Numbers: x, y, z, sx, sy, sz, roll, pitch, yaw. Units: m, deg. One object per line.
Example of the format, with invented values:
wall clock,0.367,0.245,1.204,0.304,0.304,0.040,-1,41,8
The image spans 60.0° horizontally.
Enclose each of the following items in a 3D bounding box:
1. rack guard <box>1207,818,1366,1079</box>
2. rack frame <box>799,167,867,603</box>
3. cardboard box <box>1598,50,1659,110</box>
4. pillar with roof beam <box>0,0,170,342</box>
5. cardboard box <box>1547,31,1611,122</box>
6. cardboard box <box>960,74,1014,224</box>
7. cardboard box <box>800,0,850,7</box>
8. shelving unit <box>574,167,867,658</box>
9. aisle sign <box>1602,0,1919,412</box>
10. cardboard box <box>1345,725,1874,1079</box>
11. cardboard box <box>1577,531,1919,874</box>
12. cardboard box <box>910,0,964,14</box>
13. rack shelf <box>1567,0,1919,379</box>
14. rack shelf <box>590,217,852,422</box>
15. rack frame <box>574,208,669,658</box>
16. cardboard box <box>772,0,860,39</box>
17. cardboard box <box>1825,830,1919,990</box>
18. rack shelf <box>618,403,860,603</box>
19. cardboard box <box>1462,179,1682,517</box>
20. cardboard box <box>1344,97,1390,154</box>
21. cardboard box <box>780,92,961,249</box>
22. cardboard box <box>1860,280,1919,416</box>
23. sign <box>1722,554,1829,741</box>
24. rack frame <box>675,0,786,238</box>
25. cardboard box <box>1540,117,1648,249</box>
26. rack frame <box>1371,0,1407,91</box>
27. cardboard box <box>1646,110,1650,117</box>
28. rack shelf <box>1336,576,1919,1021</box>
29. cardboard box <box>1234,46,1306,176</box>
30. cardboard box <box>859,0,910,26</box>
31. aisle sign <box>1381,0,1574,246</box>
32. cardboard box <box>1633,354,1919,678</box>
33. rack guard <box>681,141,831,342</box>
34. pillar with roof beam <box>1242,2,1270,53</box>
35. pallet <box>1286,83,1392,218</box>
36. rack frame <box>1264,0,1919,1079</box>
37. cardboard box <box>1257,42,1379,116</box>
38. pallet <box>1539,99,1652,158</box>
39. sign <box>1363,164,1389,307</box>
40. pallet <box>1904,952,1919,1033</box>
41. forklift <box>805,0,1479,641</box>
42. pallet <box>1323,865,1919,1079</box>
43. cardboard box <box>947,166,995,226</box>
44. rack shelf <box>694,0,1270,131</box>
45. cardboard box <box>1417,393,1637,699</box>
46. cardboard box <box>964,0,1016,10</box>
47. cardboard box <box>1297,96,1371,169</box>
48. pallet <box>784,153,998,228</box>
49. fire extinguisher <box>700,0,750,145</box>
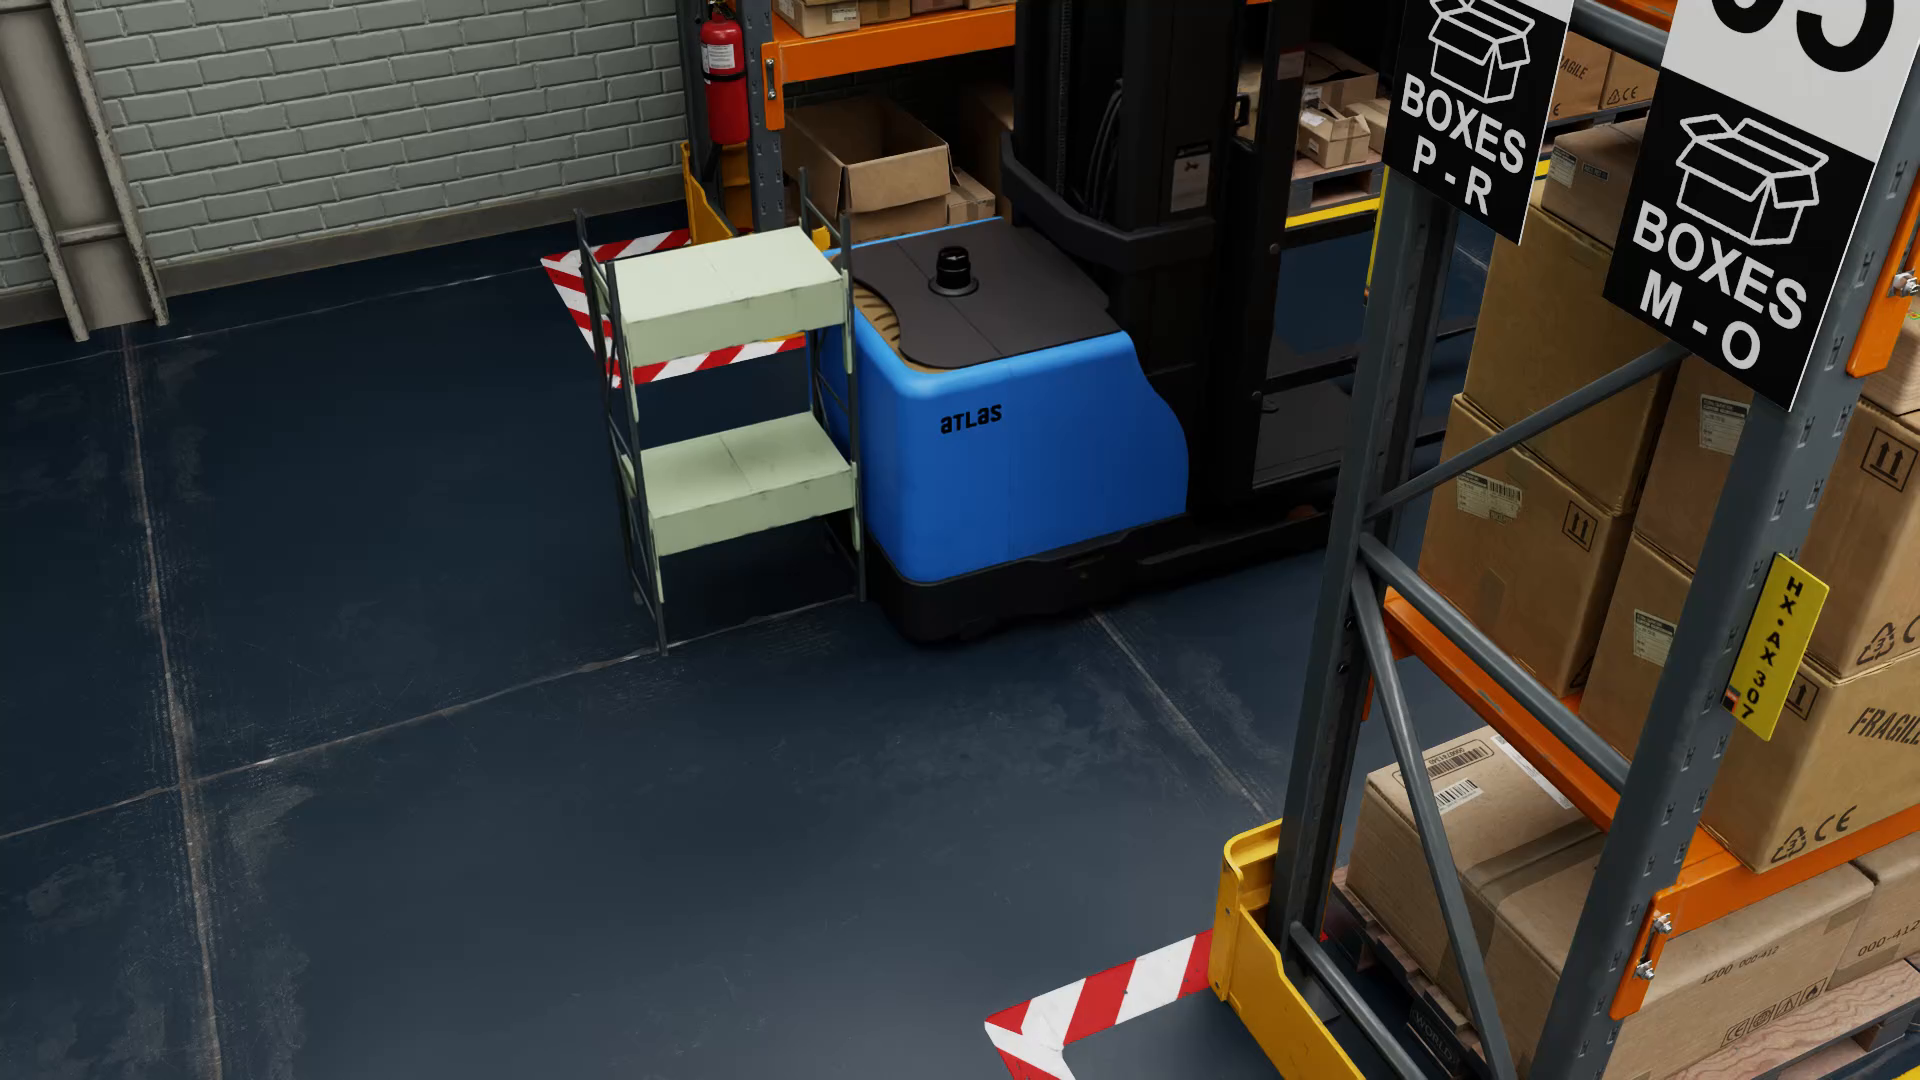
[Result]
rack guard,1.068,1.266,4.123,0.348,0.500,1.175,-16,39,-20
rack frame,-0.427,-0.488,5.649,0.023,1.500,0.400,-15,39,-19
cardboard box,3.609,-2.738,9.169,0.500,0.500,0.500,-16,40,-21
pillar with roof beam,-2.017,-2.311,1.812,0.400,9.000,9.100,-16,39,-20
cardboard box,3.132,-2.598,8.980,0.500,0.500,0.500,-14,39,-18
cardboard box,0.361,-1.883,8.017,0.500,0.500,0.700,-14,39,-18
cardboard box,-0.498,-2.448,6.909,0.500,0.250,0.500,-15,39,-20
shelving unit,-0.760,-0.398,5.527,0.755,1.500,0.431,-15,39,-19
aisle sign,1.148,-0.613,2.377,0.004,0.787,0.394,-16,39,-20
cardboard box,1.645,0.896,4.323,0.875,0.438,0.875,-17,40,-21
cardboard box,1.646,0.250,3.312,0.500,0.500,0.500,-16,39,-20
cardboard box,-0.175,-2.428,7.217,0.250,0.149,0.380,-16,40,-21
rack shelf,2.900,-1.166,3.390,4.000,0.370,1.077,-16,39,-20
rack shelf,-0.760,-0.711,5.295,0.720,0.370,0.431,-15,39,-19
rack frame,-1.093,-0.307,5.406,0.023,1.500,0.400,-15,39,-19
cardboard box,-0.609,-2.254,6.982,0.250,0.149,0.380,-16,39,-20
cardboard box,2.469,0.660,4.641,0.875,0.438,0.875,-15,39,-19
rack shelf,-0.760,-0.136,5.721,0.720,0.370,0.431,-15,39,-19
cardboard box,1.425,-0.436,3.396,0.500,0.500,0.500,-14,39,-18
cardboard box,2.219,-2.156,8.680,0.250,0.149,0.380,-17,40,-21
cardboard box,-0.429,-1.689,7.753,0.637,0.503,0.797,-17,40,-22
cardboard box,1.529,-0.386,2.785,0.250,0.149,0.380,-15,39,-19
sign,1.320,0.178,2.699,0.005,0.325,0.100,-16,39,-20
rack frame,-1.023,-2.419,6.994,0.127,3.000,1.000,-16,39,-20
cardboard box,1.329,-0.645,3.134,0.250,0.149,0.380,-15,39,-19
rack frame,2.598,-3.432,8.359,0.127,3.000,1.000,-16,39,-20
cardboard box,1.549,-0.722,3.238,0.250,0.149,0.380,-15,39,-19
rack shelf,2.900,0.039,4.283,4.000,0.370,1.077,-16,39,-20
cardboard box,1.301,-2.146,8.371,0.500,0.500,0.700,-17,40,-22
cardboard box,-0.398,-2.343,7.102,0.250,0.149,0.380,-15,39,-19
aisle sign,0.893,-0.937,2.813,0.004,0.787,0.394,-16,39,-20
cardboard box,1.645,-0.153,3.015,0.500,0.500,0.500,-16,40,-21
rack guard,-0.954,-1.435,7.765,0.348,0.500,1.175,-16,39,-20
pillar with roof beam,3.414,-3.830,3.860,0.400,9.000,9.100,-16,39,-20
pallet,1.976,-2.139,8.956,1.213,0.211,1.003,-16,39,-20
rack frame,1.090,0.256,3.386,0.127,3.000,1.000,-16,39,-20
cardboard box,1.900,-2.481,8.981,0.500,0.311,0.500,-14,39,-18
pallet,3.318,-2.538,9.495,1.213,0.211,1.003,-16,39,-20
sign,0.872,-0.600,3.370,0.005,0.325,0.100,-16,39,-20
pallet,2.883,0.825,4.960,1.213,0.211,1.003,-16,39,-20
forklift,0.994,-1.412,5.694,3.031,2.935,1.130,-15,39,-19
pallet,1.780,1.132,4.547,1.213,0.211,1.003,-16,39,-20
cardboard box,-0.028,-1.633,7.975,0.250,0.149,0.380,-17,40,-22
rack shelf,0.788,-2.637,7.891,4.000,0.370,1.077,-16,39,-20
cardboard box,1.414,-0.049,3.714,0.500,0.500,0.500,-15,39,-20
cardboard box,0.080,-2.459,7.259,0.250,0.149,0.380,-14,39,-19
cardboard box,1.895,-2.113,8.523,0.258,0.266,0.396,-14,39,-18
pallet,-0.233,-1.521,8.124,1.213,0.211,1.003,-16,39,-20
fire extinguisher,-0.960,-1.952,6.742,0.183,0.674,0.296,-16,39,-20
